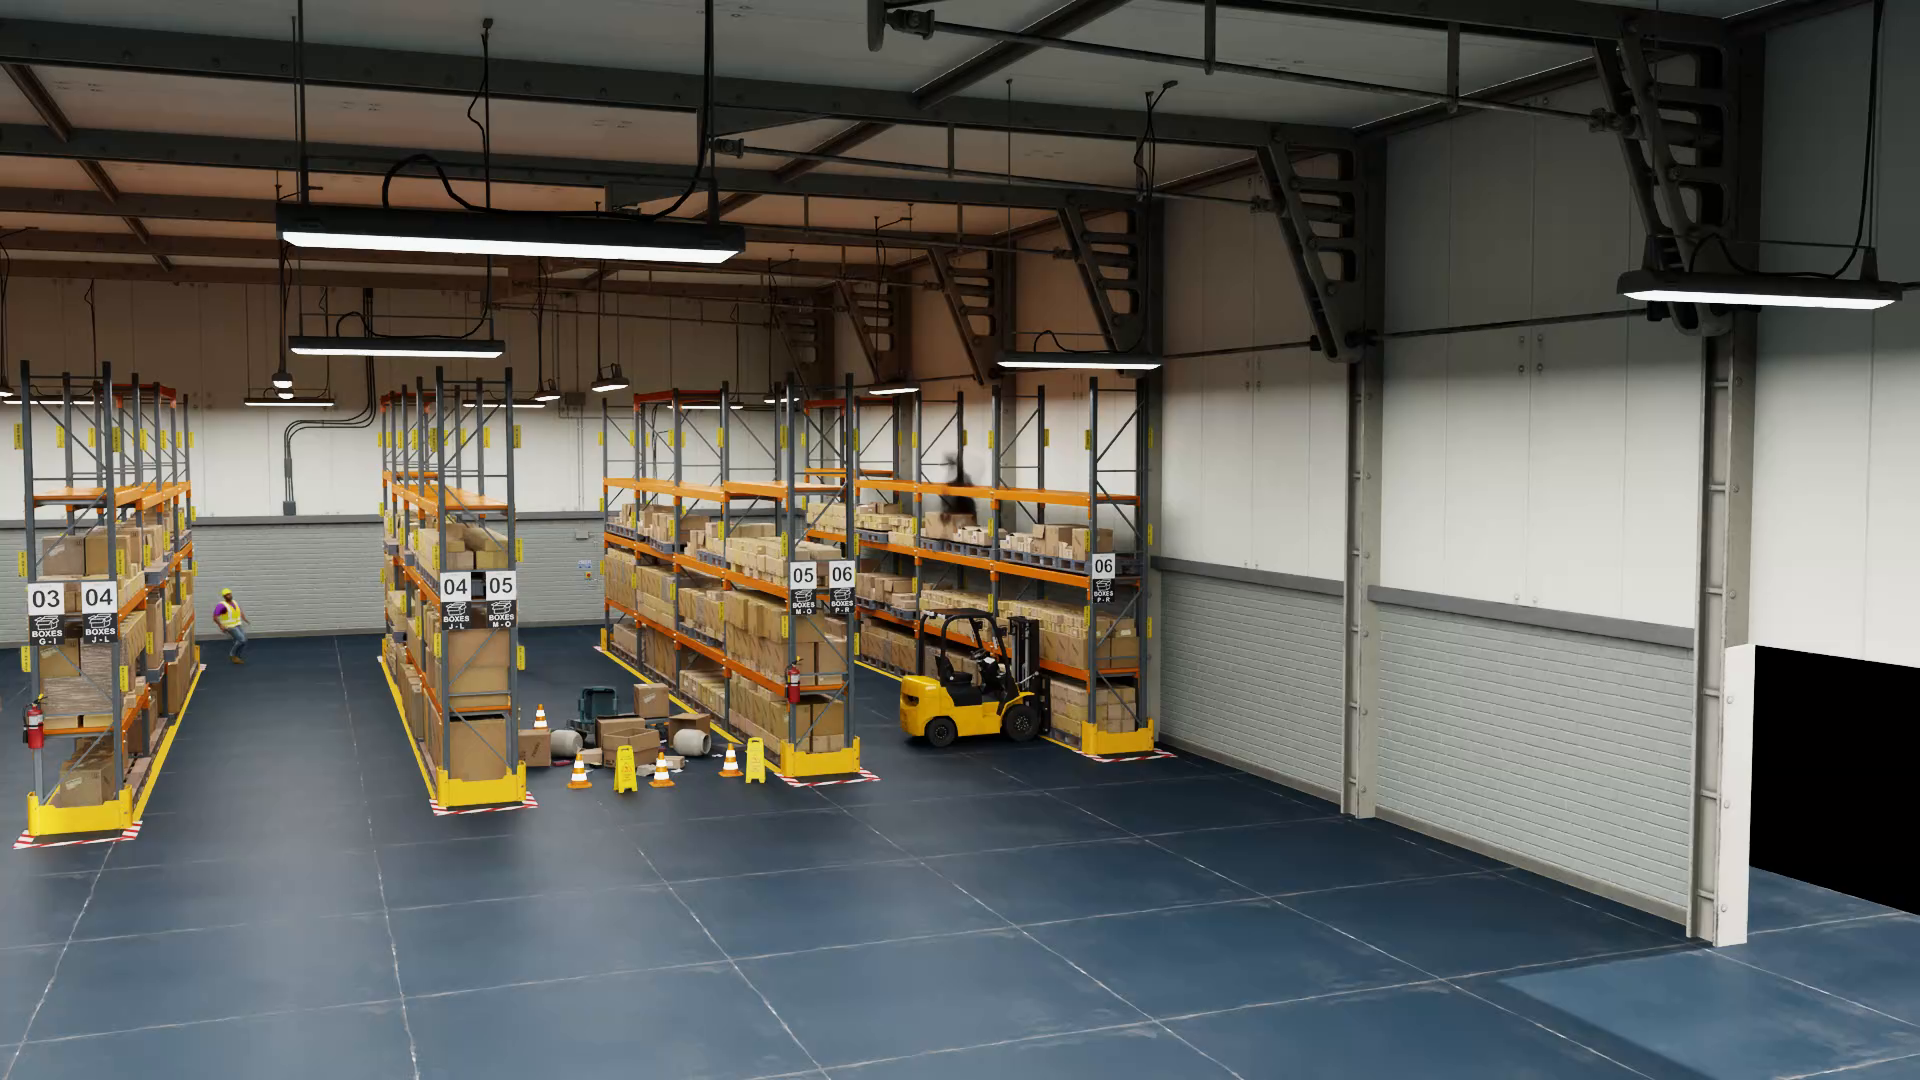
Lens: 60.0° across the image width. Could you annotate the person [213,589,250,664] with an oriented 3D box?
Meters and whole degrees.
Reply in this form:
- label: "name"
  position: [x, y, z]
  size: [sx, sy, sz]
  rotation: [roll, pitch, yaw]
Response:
- label: "person"
  position: [-16.144, 1.928, 37.000]
  size: [0.578, 1.711, 0.761]
  rotation: [1, 4, 12]
